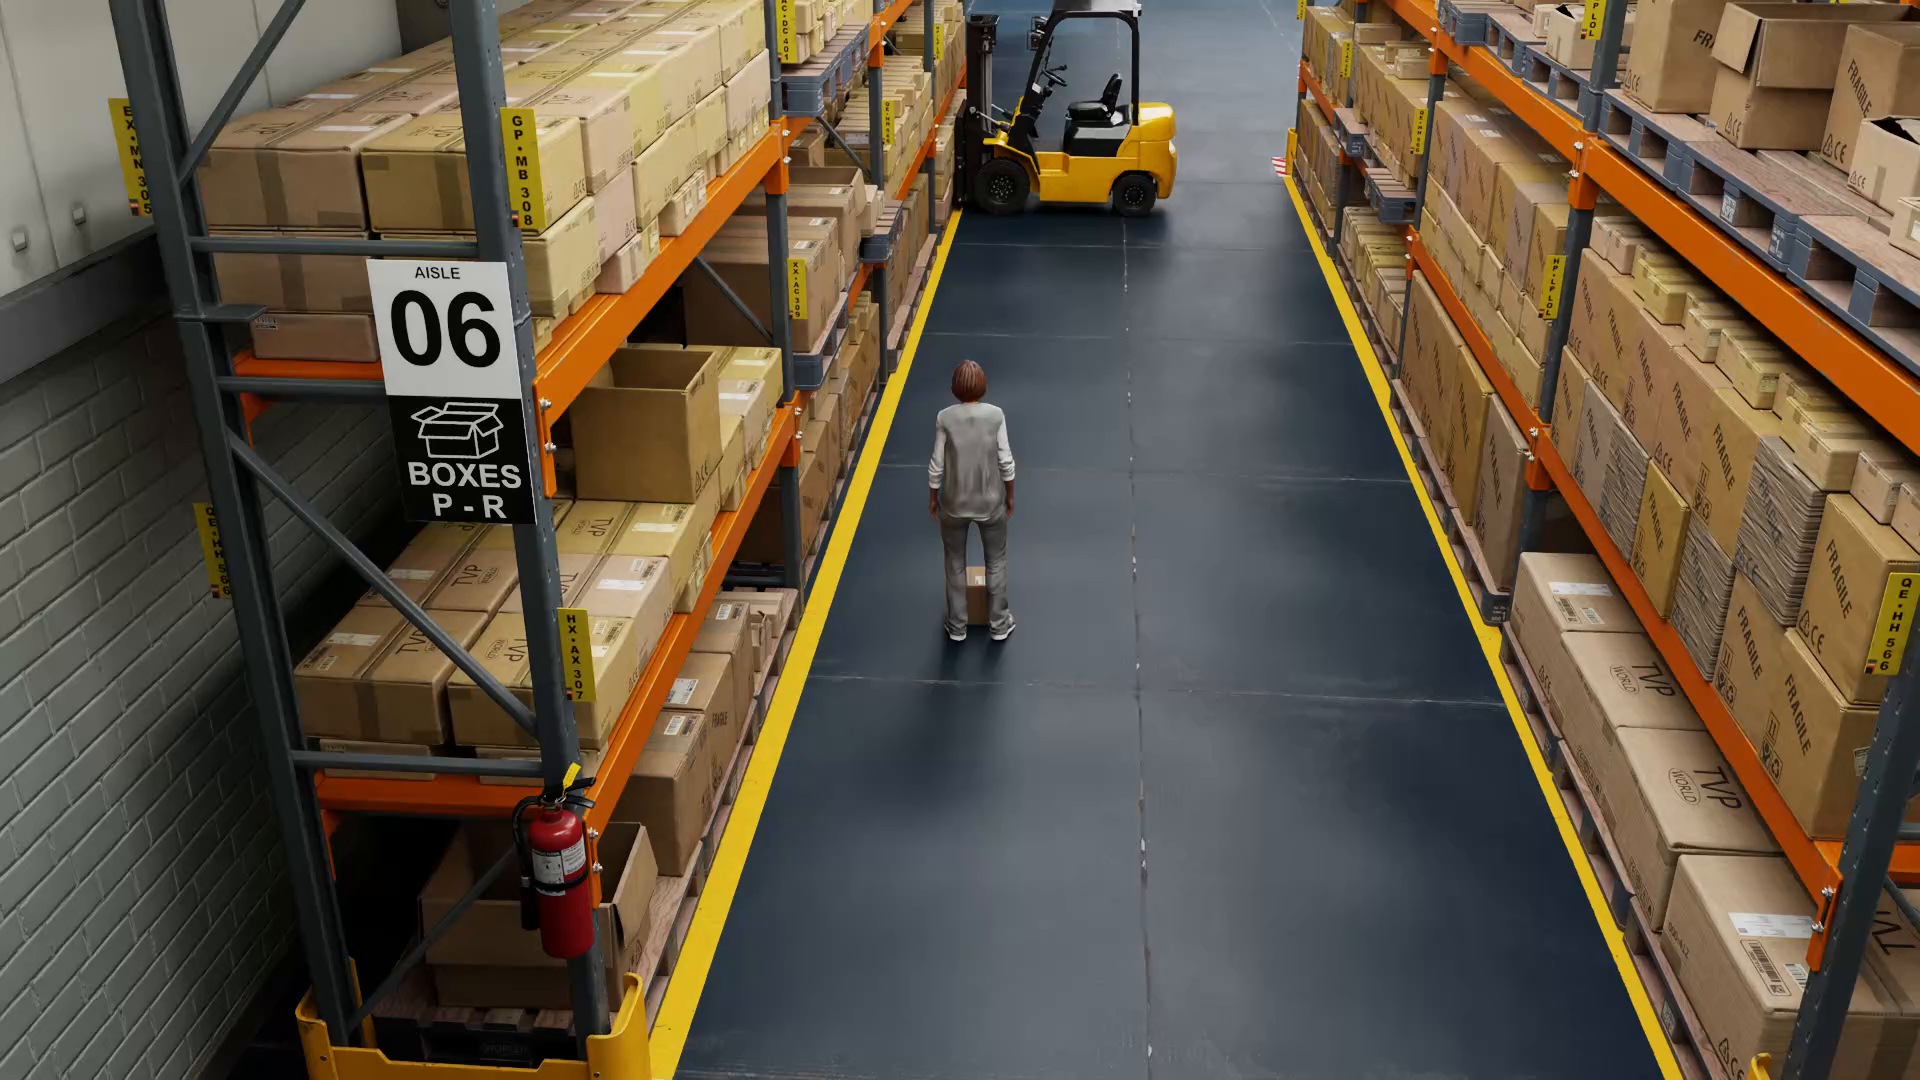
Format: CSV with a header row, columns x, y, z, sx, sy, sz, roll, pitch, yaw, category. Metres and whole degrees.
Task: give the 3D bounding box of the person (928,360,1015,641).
x,y,z,sx,sy,sz,roll,pitch,yaw,category
0.071,-0.191,9.031,0.483,1.594,0.341,0,25,-1,person
